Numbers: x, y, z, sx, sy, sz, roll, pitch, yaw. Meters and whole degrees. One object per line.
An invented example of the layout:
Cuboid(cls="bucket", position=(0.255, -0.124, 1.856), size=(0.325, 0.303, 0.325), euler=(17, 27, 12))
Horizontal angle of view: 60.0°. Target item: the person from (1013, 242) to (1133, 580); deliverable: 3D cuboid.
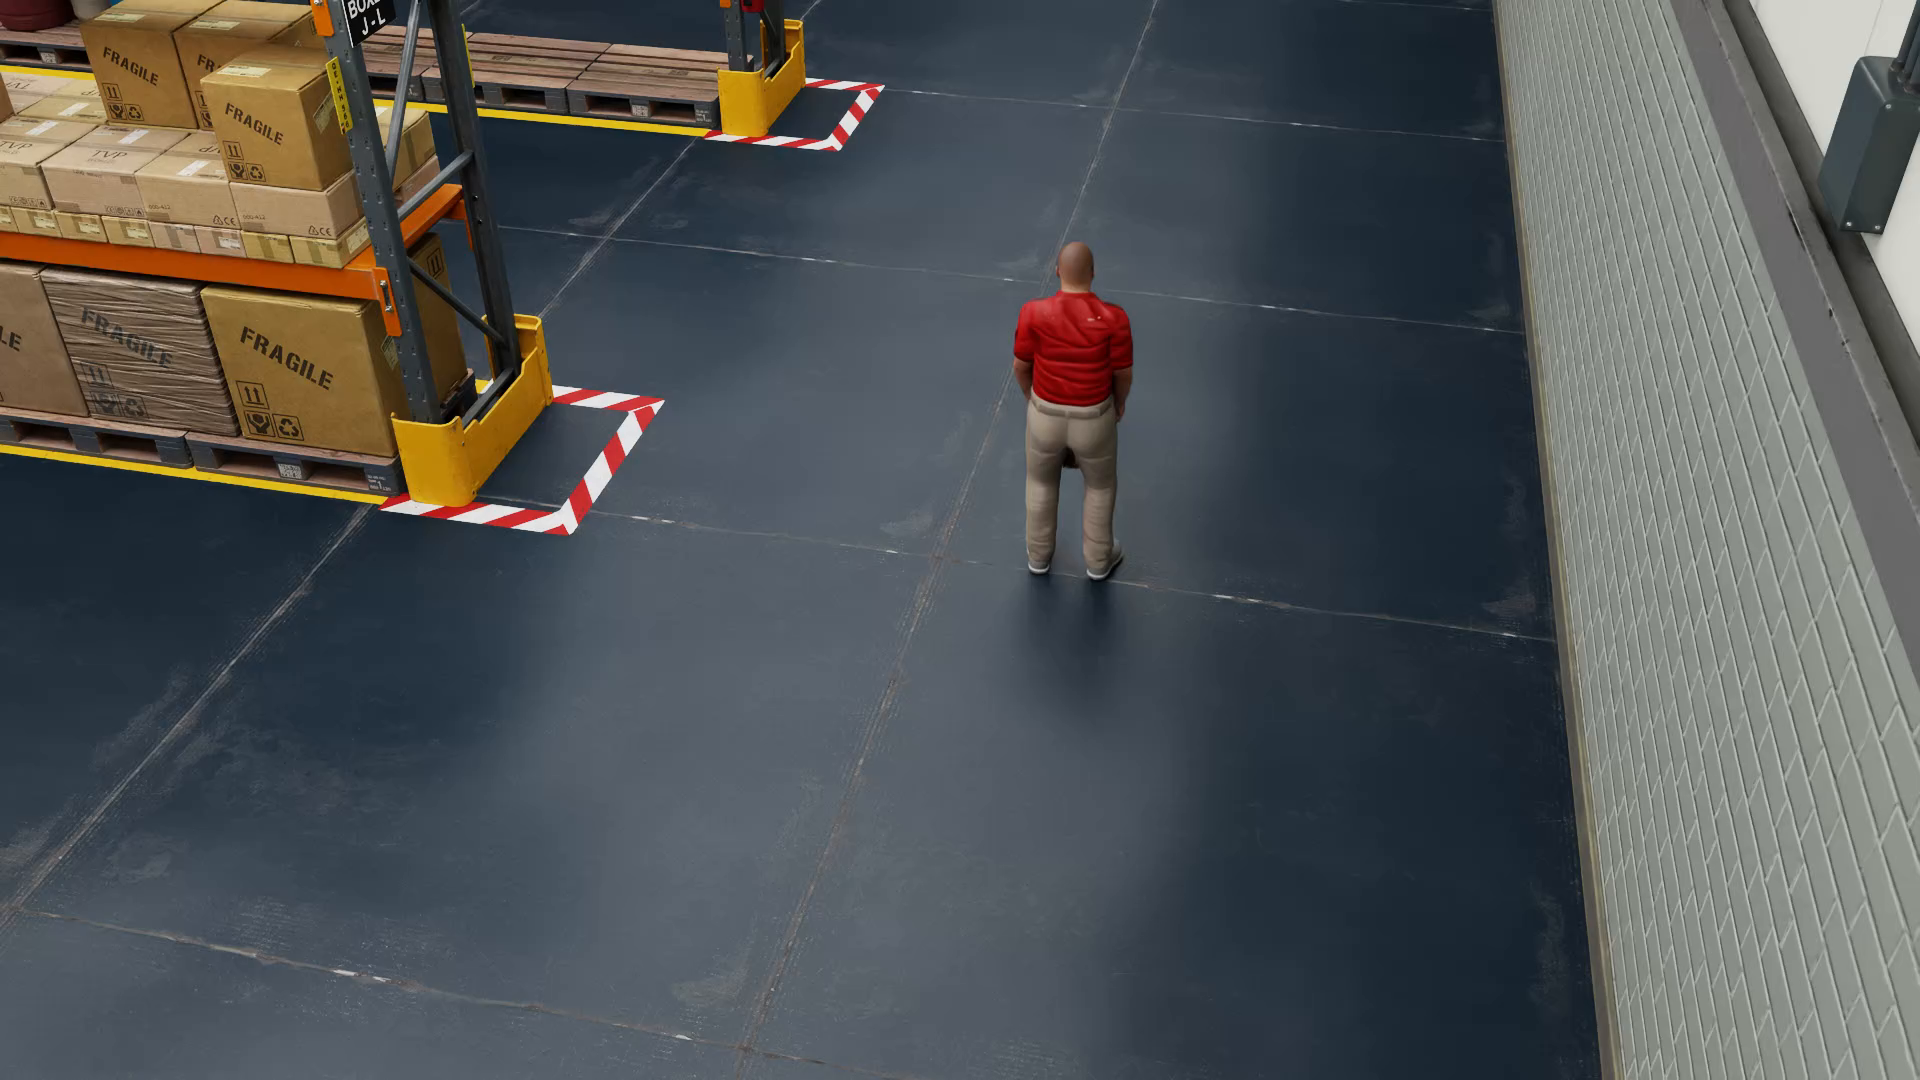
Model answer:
Cuboid(cls="person", position=(0.523, -0.585, 7.768), size=(0.554, 1.732, 0.393), euler=(7, 37, 9))
